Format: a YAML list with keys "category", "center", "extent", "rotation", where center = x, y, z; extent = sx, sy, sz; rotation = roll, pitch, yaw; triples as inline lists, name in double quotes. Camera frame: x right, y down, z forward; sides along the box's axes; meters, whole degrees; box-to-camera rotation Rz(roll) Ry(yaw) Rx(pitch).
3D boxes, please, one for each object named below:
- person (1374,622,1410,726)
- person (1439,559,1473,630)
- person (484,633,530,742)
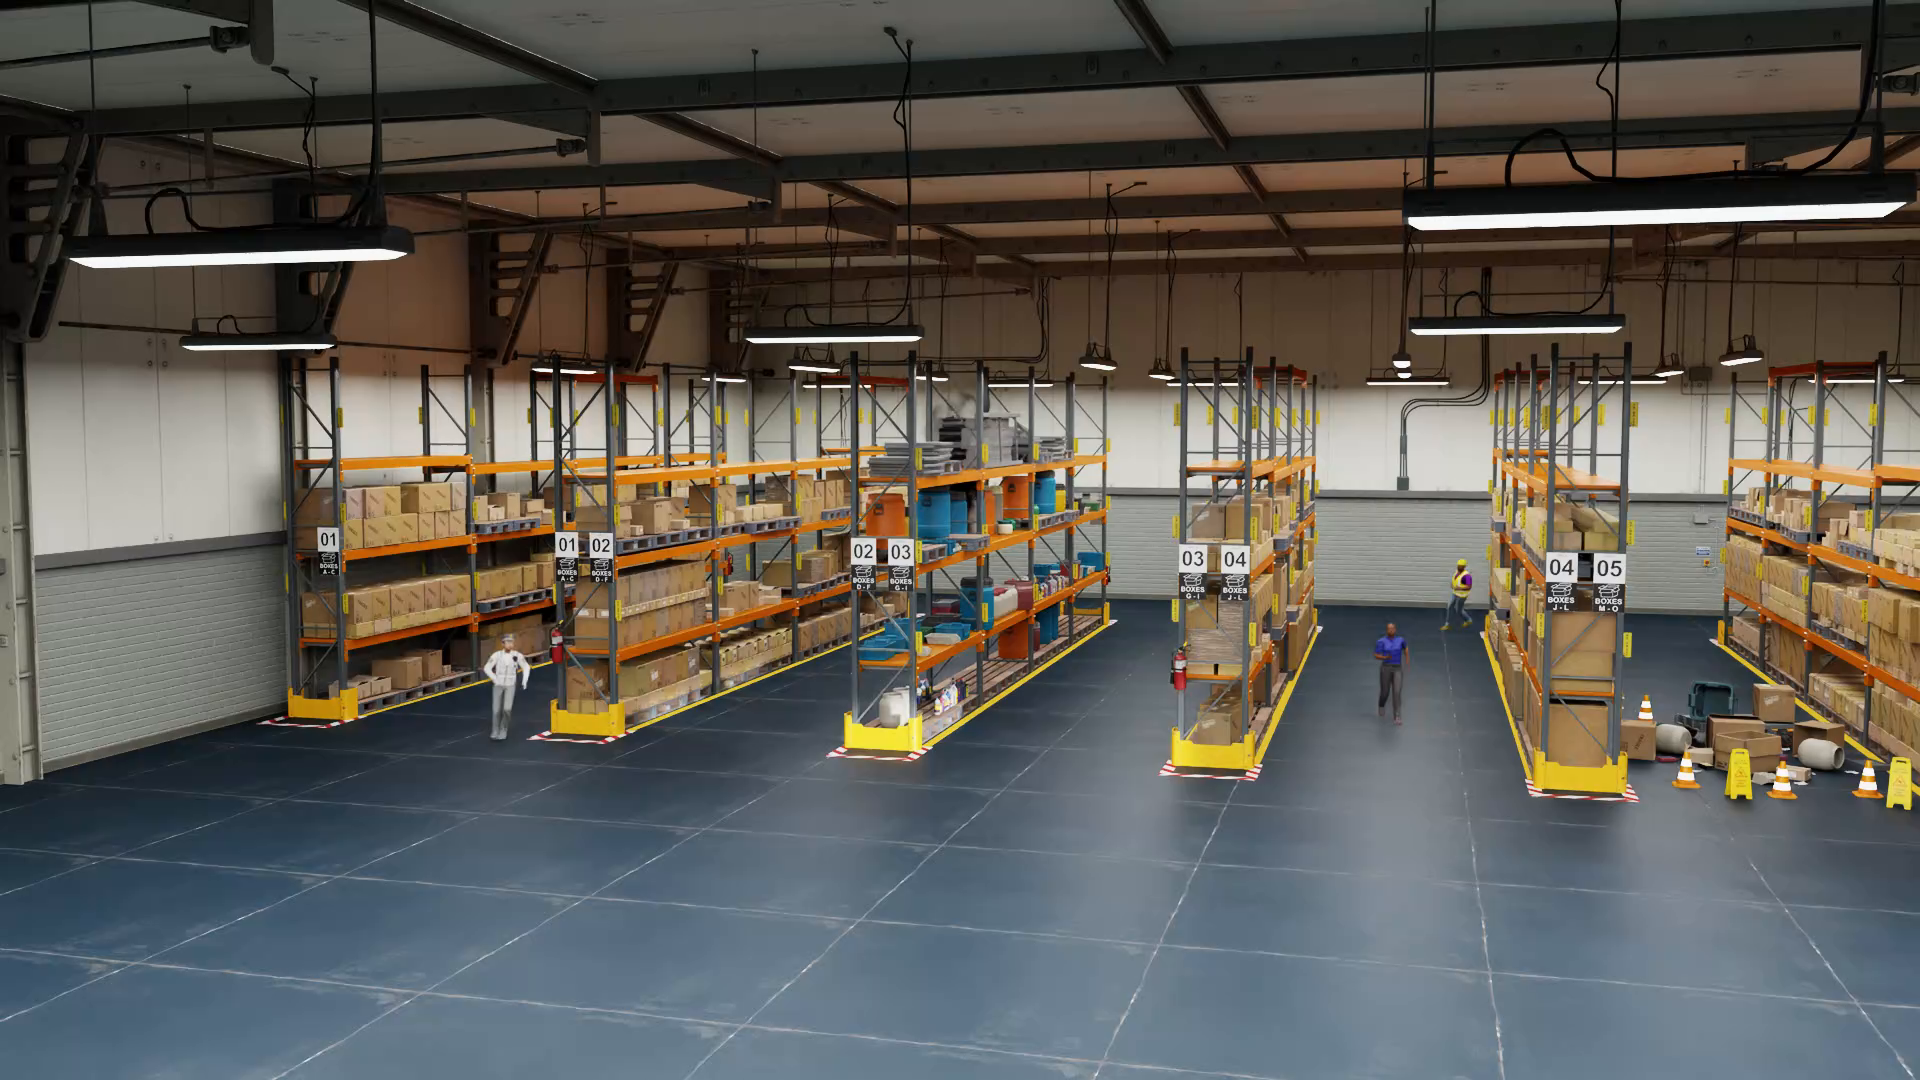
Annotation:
- category: "person"
  center: [7.068, 2.153, 27.215]
  extent: [0.589, 1.613, 1.034]
  rotation: [1, 4, 7]
- category: "person"
  center: [11.792, 1.296, 39.035]
  extent: [0.838, 1.717, 0.727]
  rotation: [-1, 4, -13]
- category: "person"
  center: [-7.031, 2.281, 25.803]
  extent: [0.684, 1.674, 0.579]
  rotation: [-1, 4, -13]
